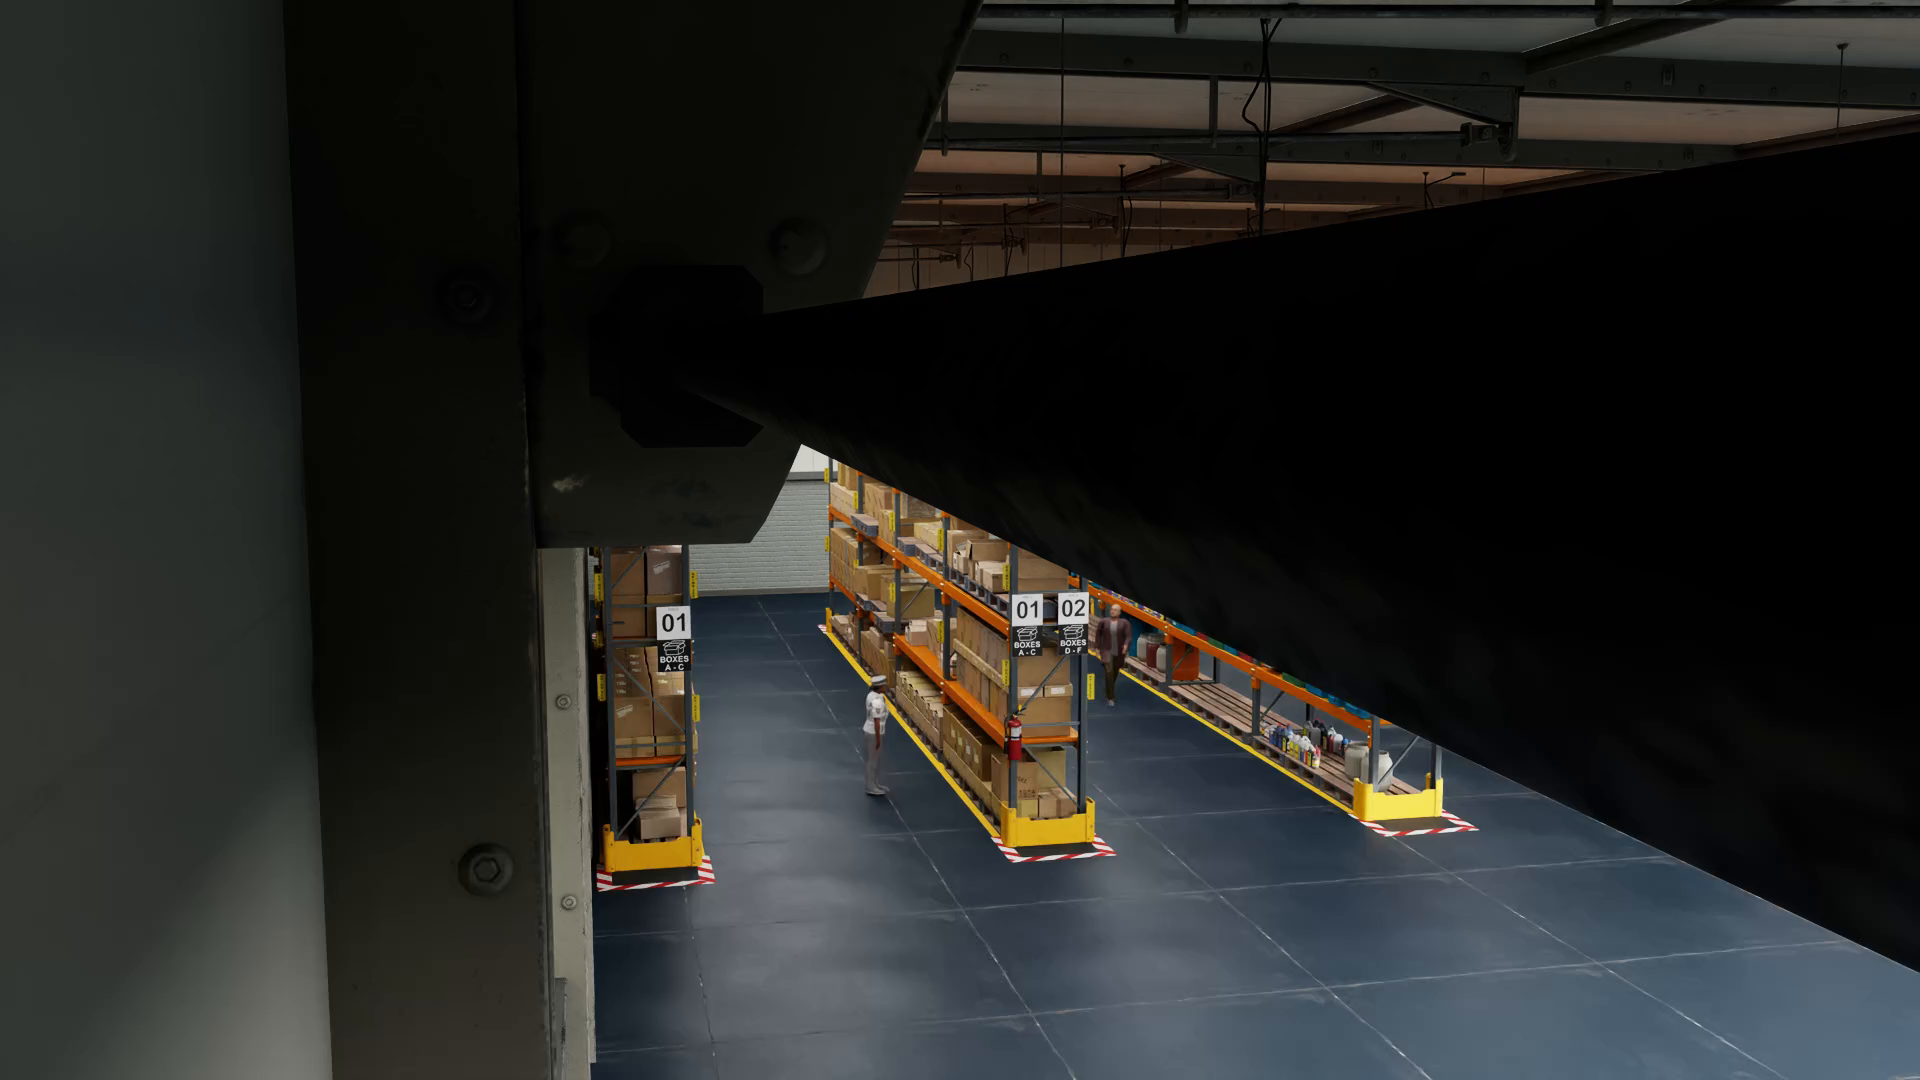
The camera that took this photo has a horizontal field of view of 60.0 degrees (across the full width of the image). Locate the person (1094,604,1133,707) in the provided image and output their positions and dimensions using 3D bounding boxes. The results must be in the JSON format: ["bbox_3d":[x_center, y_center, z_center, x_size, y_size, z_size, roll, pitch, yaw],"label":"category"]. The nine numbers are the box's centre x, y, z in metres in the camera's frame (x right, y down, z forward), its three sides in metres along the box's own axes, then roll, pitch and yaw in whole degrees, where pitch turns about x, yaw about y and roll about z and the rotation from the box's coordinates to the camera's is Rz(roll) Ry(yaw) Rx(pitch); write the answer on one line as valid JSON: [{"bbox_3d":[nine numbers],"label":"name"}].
[{"bbox_3d":[2.720,2.030,29.344,0.594,1.812,0.945,-1,7,-9],"label":"person"}]

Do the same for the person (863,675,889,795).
[{"bbox_3d":[-1.178,2.734,23.341,0.356,1.686,0.462,-1,7,-8],"label":"person"}]
